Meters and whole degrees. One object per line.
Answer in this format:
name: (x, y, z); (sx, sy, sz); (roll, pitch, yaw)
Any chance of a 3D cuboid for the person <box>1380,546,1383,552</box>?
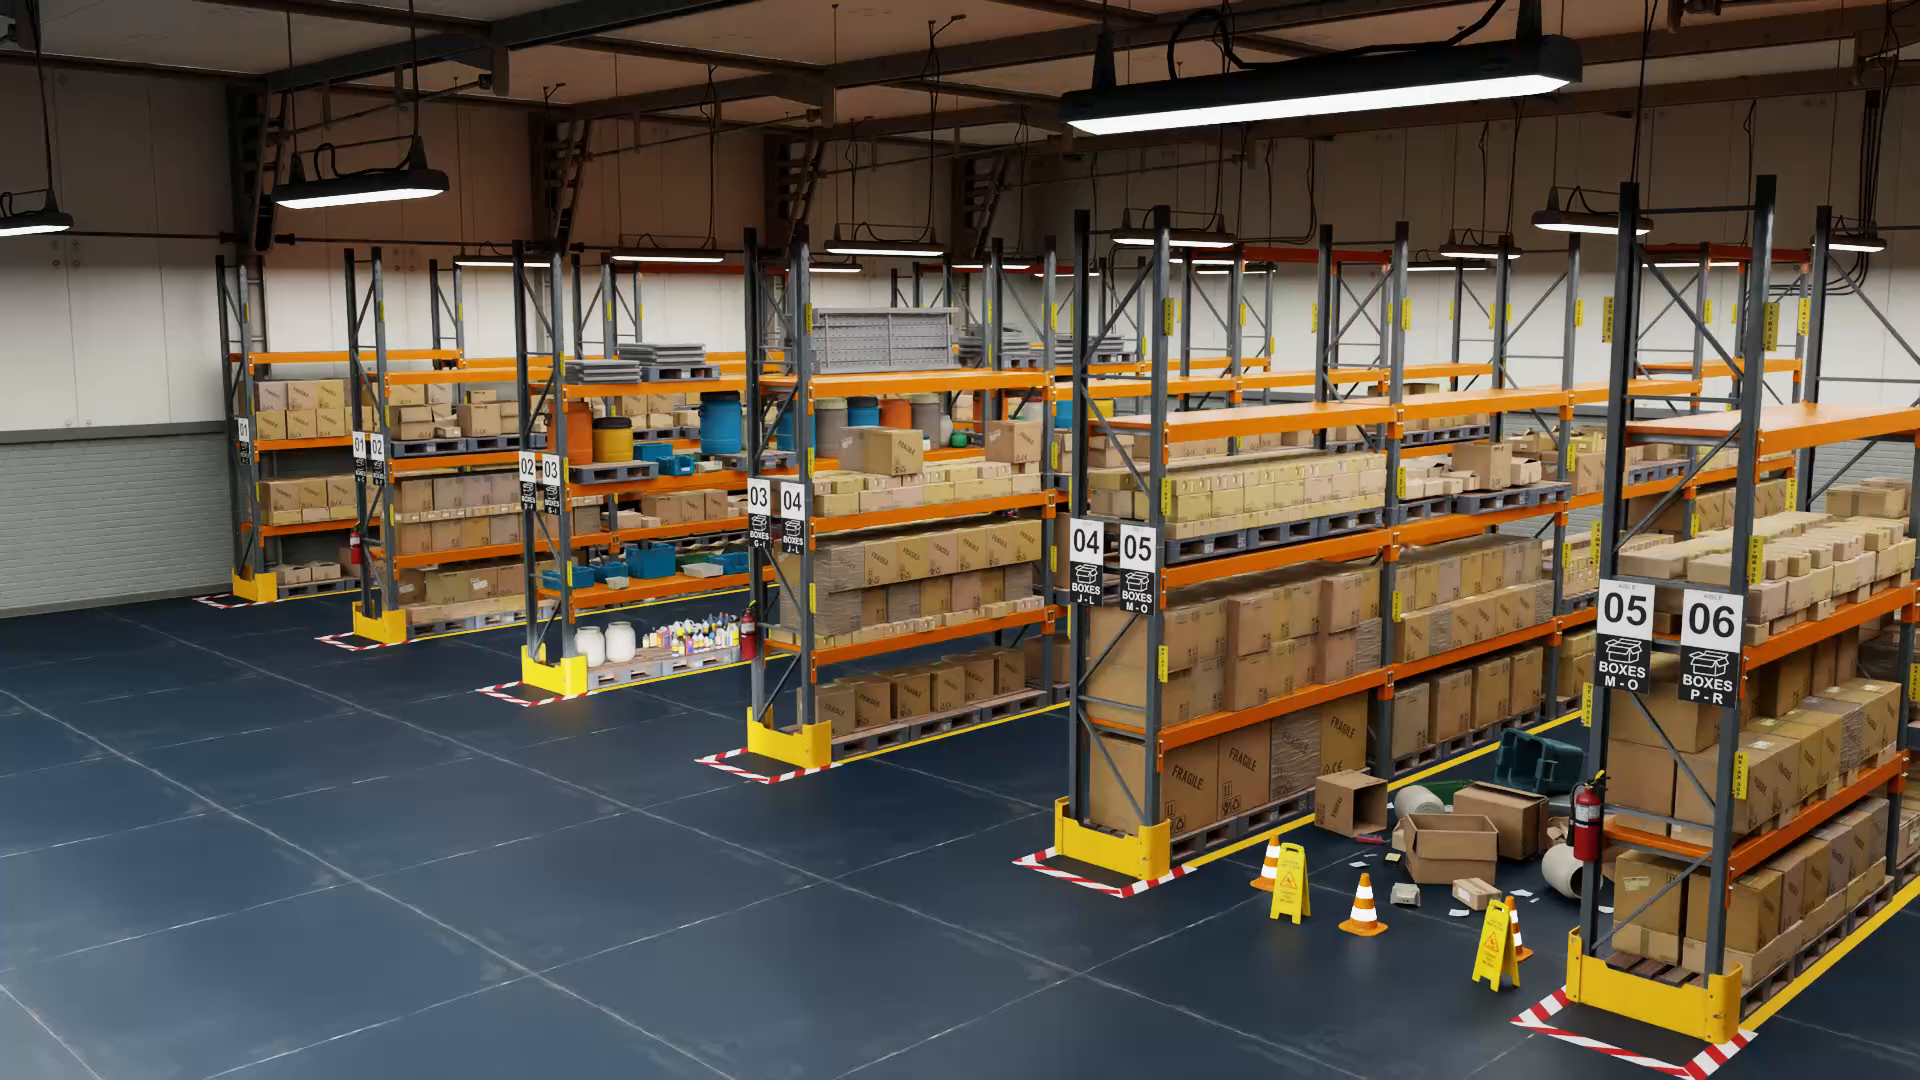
person: (6.500, 0.739, 25.093); (0.526, 1.750, 0.813); (7, 11, 40)
